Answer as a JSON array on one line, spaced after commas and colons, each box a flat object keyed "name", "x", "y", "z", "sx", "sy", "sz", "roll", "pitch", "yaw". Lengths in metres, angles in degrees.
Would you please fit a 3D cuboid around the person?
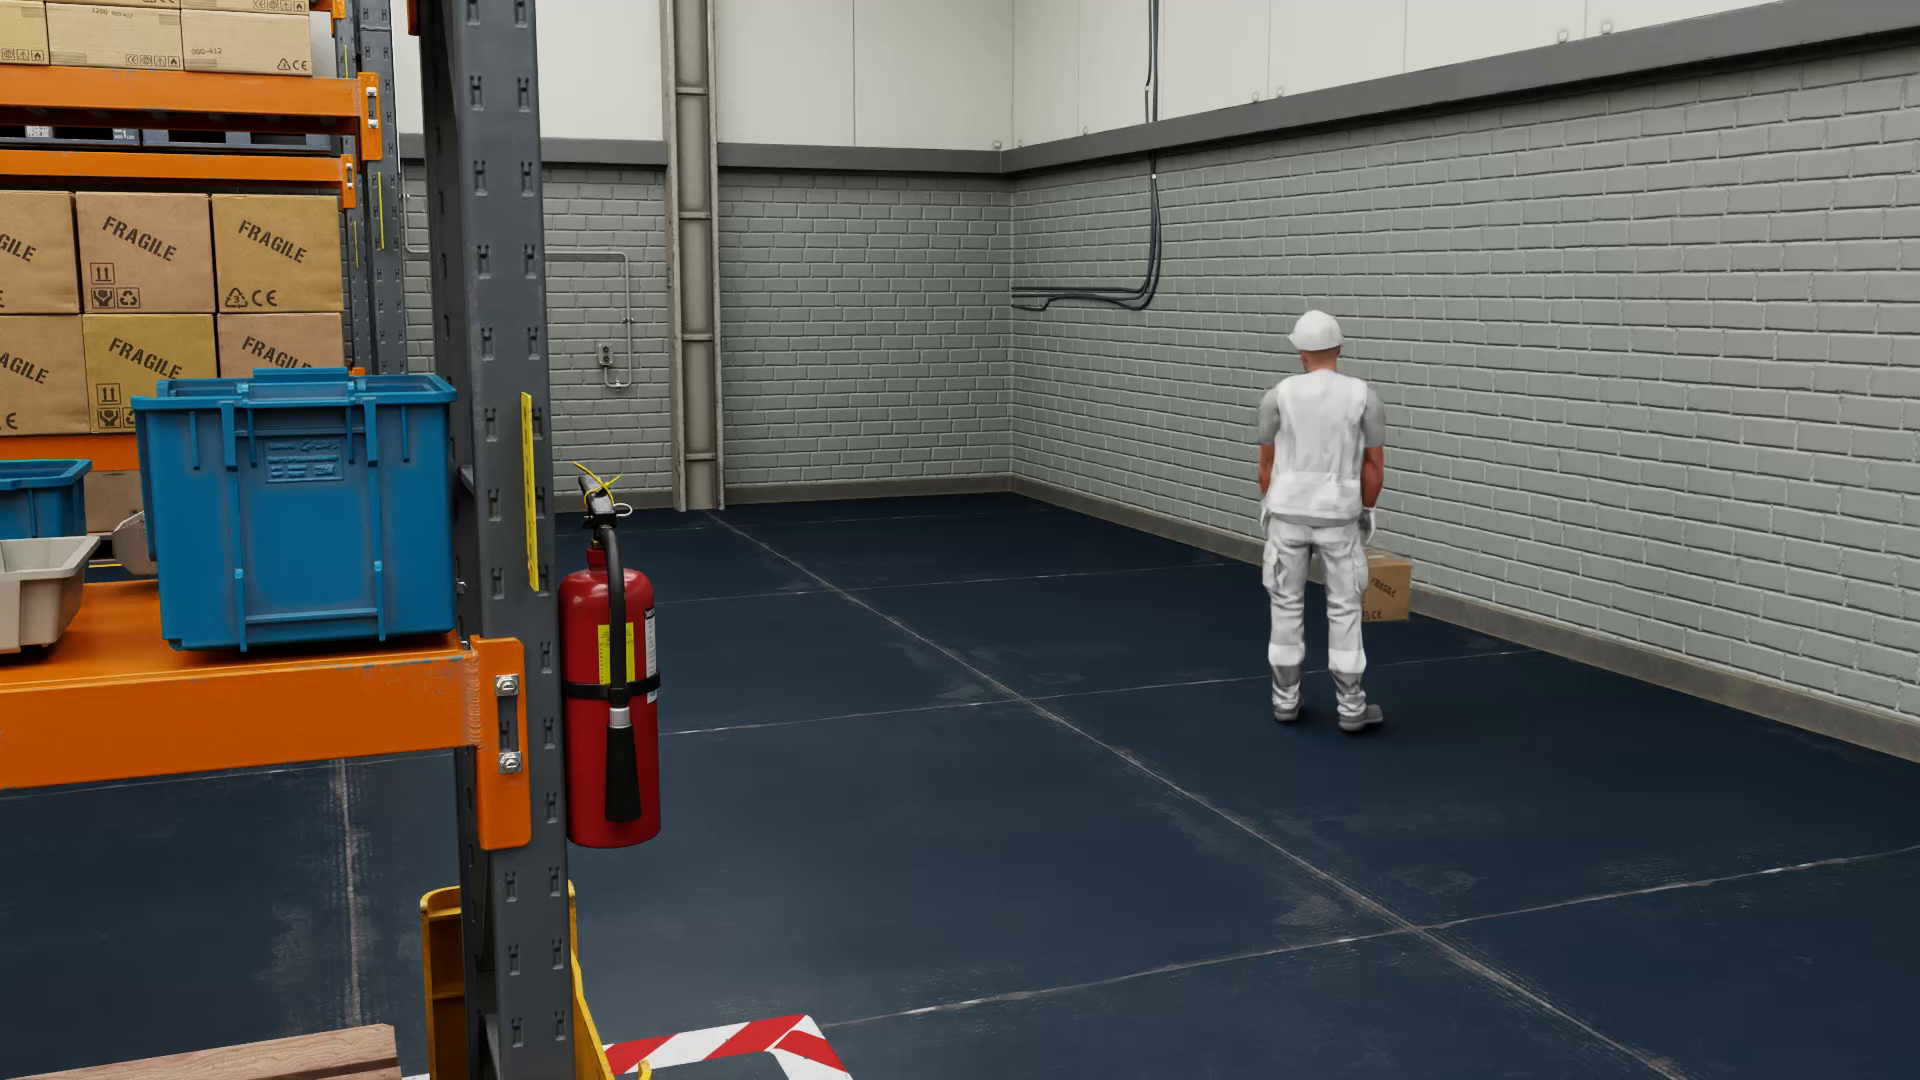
[{"name": "person", "x": 1.572, "y": -0.092, "z": 7.208, "sx": 0.578, "sy": 1.797, "sz": 0.465, "roll": 2, "pitch": 9, "yaw": 12}]
